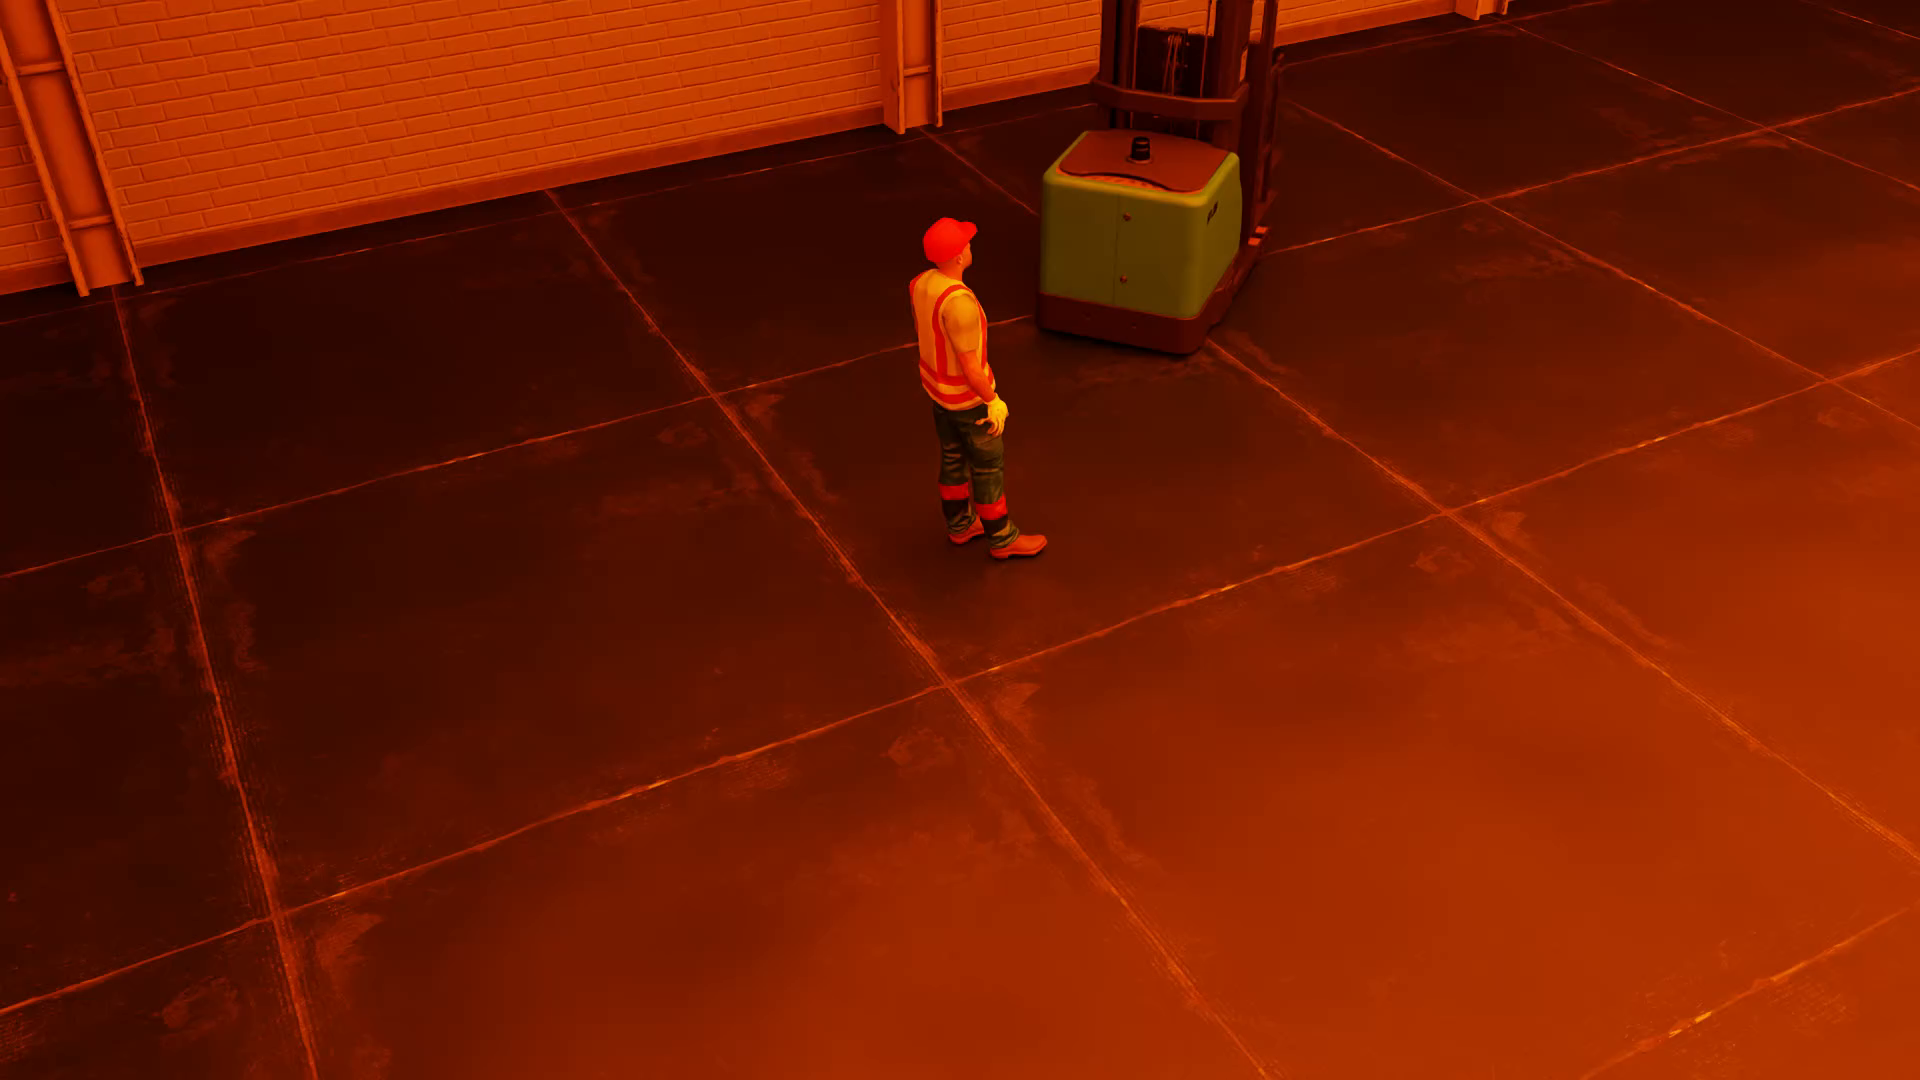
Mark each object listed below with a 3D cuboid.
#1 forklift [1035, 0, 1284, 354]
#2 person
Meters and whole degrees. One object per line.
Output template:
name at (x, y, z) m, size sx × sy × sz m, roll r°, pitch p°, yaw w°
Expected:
forklift at (1.508, -3.174, 10.614) m, size 1.130 × 2.935 × 3.031 m, roll 13°, pitch 37°, yaw 18°
person at (0.077, -0.753, 8.164) m, size 0.562 × 1.790 × 0.637 m, roll -17°, pitch 39°, yaw -23°
